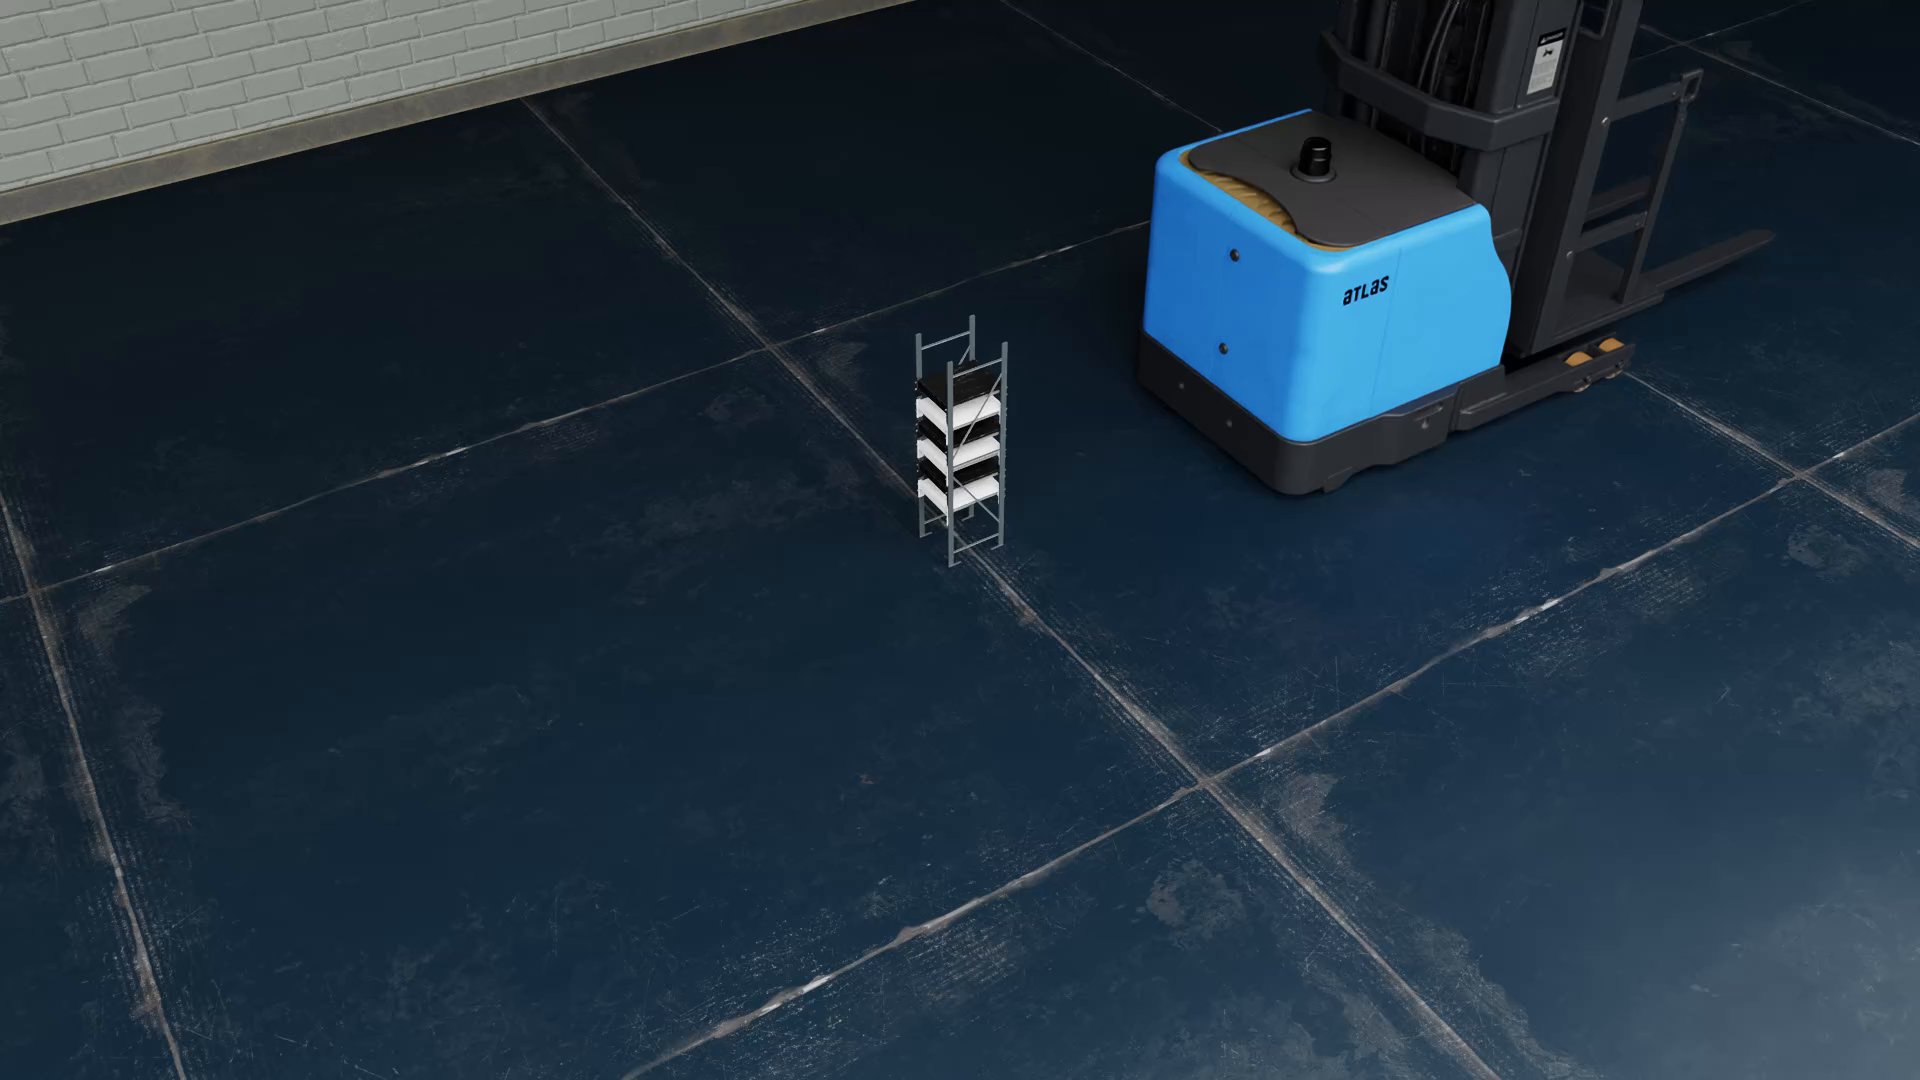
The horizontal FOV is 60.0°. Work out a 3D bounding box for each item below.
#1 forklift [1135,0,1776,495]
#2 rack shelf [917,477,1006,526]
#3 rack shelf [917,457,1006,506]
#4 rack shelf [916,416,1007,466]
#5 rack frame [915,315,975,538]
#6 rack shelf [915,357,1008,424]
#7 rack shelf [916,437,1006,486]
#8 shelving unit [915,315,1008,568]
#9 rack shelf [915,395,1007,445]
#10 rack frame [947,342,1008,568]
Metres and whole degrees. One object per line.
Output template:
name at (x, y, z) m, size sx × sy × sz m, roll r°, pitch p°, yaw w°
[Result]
forklift at (2.255, -2.014, 6.377) m, size 3.031 × 2.935 × 1.130 m, roll -22°, pitch 44°, yaw -24°
rack shelf at (0.004, -0.177, 6.093) m, size 0.258 × 0.077 × 0.200 m, roll -22°, pitch 45°, yaw -24°
rack shelf at (0.004, -0.247, 6.036) m, size 0.258 × 0.077 × 0.200 m, roll -22°, pitch 45°, yaw -24°
rack shelf at (0.004, -0.385, 5.920) m, size 0.258 × 0.077 × 0.200 m, roll -22°, pitch 45°, yaw -24°
rack frame at (-0.050, -0.396, 6.023) m, size 0.240 × 0.900 × 0.006 m, roll -22°, pitch 45°, yaw -24°
rack shelf at (0.004, -0.523, 5.805) m, size 0.258 × 0.077 × 0.200 m, roll -22°, pitch 45°, yaw -24°
rack shelf at (0.004, -0.316, 5.978) m, size 0.258 × 0.077 × 0.200 m, roll -22°, pitch 45°, yaw -24°
shelving unit at (0.004, -0.341, 5.957) m, size 0.258 × 0.900 × 0.210 m, roll -22°, pitch 45°, yaw -24°
rack shelf at (0.004, -0.454, 5.863) m, size 0.258 × 0.077 × 0.200 m, roll -22°, pitch 45°, yaw -24°
rack frame at (0.059, -0.286, 5.891) m, size 0.240 × 0.900 × 0.006 m, roll -22°, pitch 45°, yaw -24°
